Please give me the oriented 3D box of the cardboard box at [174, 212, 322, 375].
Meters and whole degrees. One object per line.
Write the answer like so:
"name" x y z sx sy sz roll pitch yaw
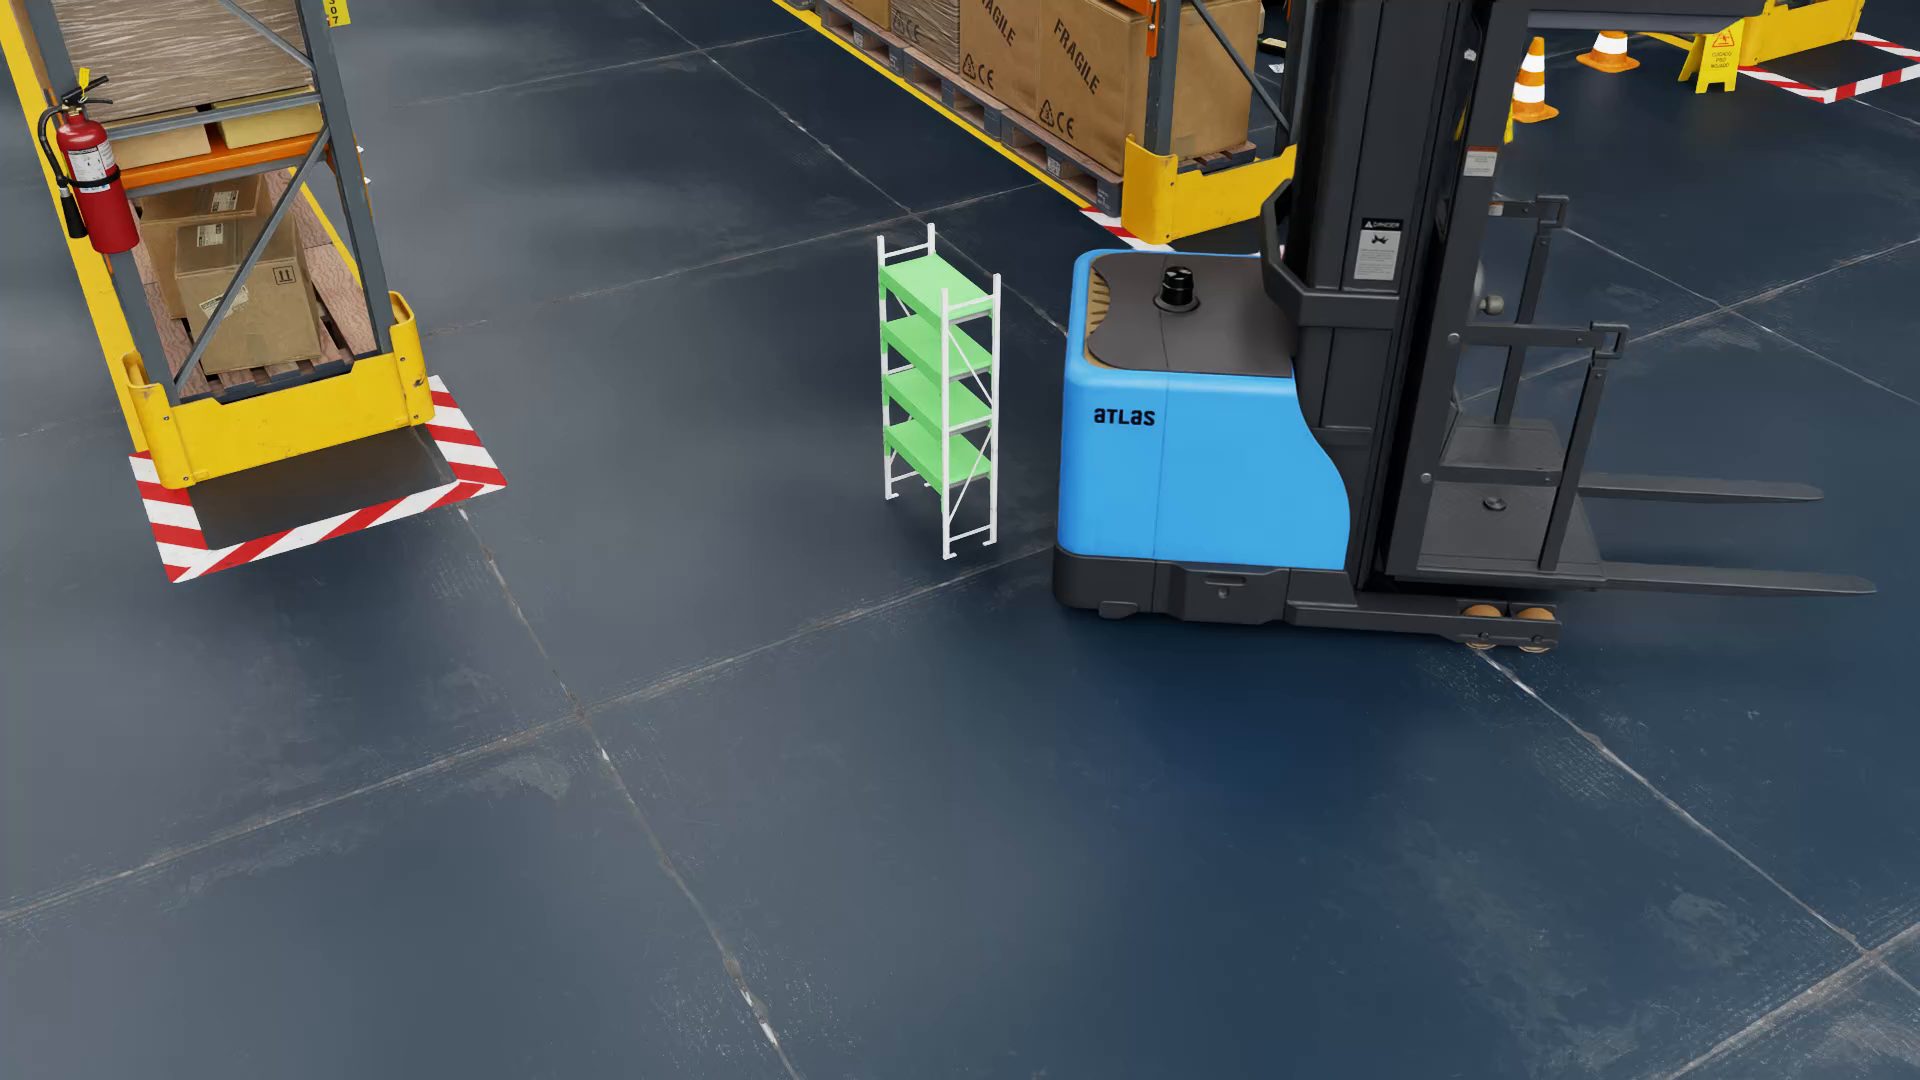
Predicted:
"cardboard box" -3.203 -1.117 7.500 0.500 0.500 0.500 -12 38 -16

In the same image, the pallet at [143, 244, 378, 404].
"pallet" -3.320 -0.971 7.901 1.003 0.211 1.213 -19 40 -24

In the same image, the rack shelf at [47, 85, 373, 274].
"rack shelf" -3.909 -2.363 8.052 1.077 0.370 4.000 -19 40 -24

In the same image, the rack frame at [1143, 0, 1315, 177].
"rack frame" 1.435 -3.052 8.385 1.000 3.000 0.127 -19 40 -24

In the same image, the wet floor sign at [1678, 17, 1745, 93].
"wet floor sign" 4.835 -3.205 10.592 0.267 0.644 0.232 -6 37 -8

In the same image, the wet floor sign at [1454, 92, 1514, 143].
"wet floor sign" 3.162 -2.673 9.863 0.267 0.644 0.232 -26 44 -31

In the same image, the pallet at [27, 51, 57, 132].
"pallet" -5.306 -2.944 10.602 1.003 0.211 1.213 -19 40 -24

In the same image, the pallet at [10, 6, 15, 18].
"pallet" -6.532 -4.188 12.306 1.003 0.211 1.213 -19 40 -24

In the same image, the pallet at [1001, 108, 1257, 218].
"pallet" 0.966 -2.310 9.734 1.003 0.211 1.213 -19 40 -24

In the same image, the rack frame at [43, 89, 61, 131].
"rack frame" -4.914 -3.673 9.236 1.000 3.000 0.127 -19 40 -24

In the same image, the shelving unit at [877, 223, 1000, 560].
"shelving unit" -0.083 -0.569 6.512 0.258 1.200 0.503 -19 40 -24

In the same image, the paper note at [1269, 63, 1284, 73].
"paper note" 2.137 -3.134 11.016 0.144 0.017 0.142 -6 37 -8

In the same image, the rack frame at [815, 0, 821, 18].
"rack frame" -0.574 -5.092 11.178 1.000 3.000 0.127 -19 40 -24

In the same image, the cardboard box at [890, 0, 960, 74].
"cardboard box" 0.137 -3.603 10.586 0.875 0.875 0.875 -19 40 -24

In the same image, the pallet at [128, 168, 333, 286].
"pallet" -3.929 -1.593 8.751 1.003 0.211 1.213 -19 40 -24

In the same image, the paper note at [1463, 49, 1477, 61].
"paper note" 3.469 -3.263 11.192 0.142 0.019 0.148 26 44 31

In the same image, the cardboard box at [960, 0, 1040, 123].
"cardboard box" 0.594 -3.138 9.948 0.875 0.875 0.875 -20 40 -25

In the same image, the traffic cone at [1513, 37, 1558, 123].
"traffic cone" 3.544 -2.880 10.301 0.336 0.463 0.334 -19 40 -24

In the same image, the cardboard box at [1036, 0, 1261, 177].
"cardboard box" 1.038 -2.690 9.335 0.875 0.875 0.875 -19 40 -24

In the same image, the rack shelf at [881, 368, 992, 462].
"rack shelf" -0.083 -0.517 6.549 0.258 0.148 0.480 -19 40 -24

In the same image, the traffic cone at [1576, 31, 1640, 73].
"traffic cone" 4.333 -3.383 10.989 0.336 0.463 0.334 -19 40 -24

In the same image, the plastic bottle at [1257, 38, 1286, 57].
"plastic bottle" 2.124 -3.352 11.288 0.283 0.061 0.133 26 44 31

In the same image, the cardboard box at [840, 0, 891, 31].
"cardboard box" -0.319 -4.062 11.213 0.875 0.875 0.875 -18 40 -23

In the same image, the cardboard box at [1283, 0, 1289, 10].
"cardboard box" 2.593 -3.708 11.400 0.637 0.503 0.797 12 38 16

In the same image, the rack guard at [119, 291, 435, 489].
"rack guard" -2.942 -0.663 7.234 1.175 0.500 0.348 -19 40 -24

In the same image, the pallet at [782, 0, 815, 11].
"pallet" -1.027 -4.337 12.509 1.003 0.211 1.213 -19 40 -24

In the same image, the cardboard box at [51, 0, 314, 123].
"cardboard box" -3.156 -2.083 6.721 0.875 0.500 0.500 -19 40 -24

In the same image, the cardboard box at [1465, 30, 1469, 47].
"cardboard box" 3.260 -3.488 11.400 0.380 0.149 0.250 0 36 0

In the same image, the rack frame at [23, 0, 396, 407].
"rack frame" -2.904 -1.634 6.443 1.000 3.000 0.127 -19 40 -24

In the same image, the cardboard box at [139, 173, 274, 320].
"cardboard box" -3.533 -1.412 7.903 0.500 0.500 0.500 -9 37 -12

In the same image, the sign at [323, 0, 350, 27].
"sign" -2.435 -2.144 6.408 0.100 0.325 0.005 -19 40 -24

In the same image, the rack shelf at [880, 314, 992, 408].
"rack shelf" -0.083 -0.711 6.408 0.258 0.148 0.480 -19 40 -24

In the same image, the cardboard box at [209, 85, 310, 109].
"cardboard box" -2.950 -1.881 6.996 0.380 0.149 0.250 -19 40 -24

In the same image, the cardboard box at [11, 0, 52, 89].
"cardboard box" -3.511 -2.302 7.022 0.875 0.500 0.500 -19 40 -24

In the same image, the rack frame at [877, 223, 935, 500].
"rack frame" -0.206 -0.693 6.682 0.240 1.200 0.015 -19 40 -24

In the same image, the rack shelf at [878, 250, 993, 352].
"rack shelf" -0.083 -0.905 6.266 0.258 0.148 0.480 -19 40 -24

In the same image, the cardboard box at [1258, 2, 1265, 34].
"cardboard box" 1.882 -3.657 11.532 0.396 0.266 0.258 -12 38 -16

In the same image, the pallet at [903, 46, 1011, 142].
"pallet" 0.357 -2.932 10.585 1.003 0.211 1.213 -19 40 -24

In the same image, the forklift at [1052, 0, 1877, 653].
"forklift" 1.900 -1.096 5.766 3.031 2.935 1.130 3 36 4

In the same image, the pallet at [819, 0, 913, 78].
"pallet" -0.260 -3.555 11.438 1.003 0.211 1.213 -19 40 -24

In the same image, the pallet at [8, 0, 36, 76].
"pallet" -5.923 -3.567 11.455 1.003 0.211 1.213 -19 40 -24

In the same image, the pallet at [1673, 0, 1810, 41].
"pallet" 5.249 -3.908 11.921 1.003 0.211 1.213 -19 40 -24

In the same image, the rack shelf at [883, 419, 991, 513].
"rack shelf" -0.083 -0.324 6.691 0.258 0.148 0.480 -19 40 -24

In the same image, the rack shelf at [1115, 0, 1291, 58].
"rack shelf" 0.431 -3.781 9.994 1.077 0.370 4.000 -19 40 -24

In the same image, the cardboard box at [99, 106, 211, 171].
"cardboard box" -3.226 -1.616 6.633 0.380 0.149 0.250 -19 40 -24

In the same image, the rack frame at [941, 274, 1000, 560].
"rack frame" 0.039 -0.445 6.341 0.240 1.200 0.015 -19 40 -24

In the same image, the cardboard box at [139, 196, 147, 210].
"cardboard box" -3.831 -1.737 8.348 0.500 0.500 0.500 -15 39 -20

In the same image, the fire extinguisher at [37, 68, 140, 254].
"fire extinguisher" -3.245 -1.407 6.199 0.296 0.674 0.183 -19 40 -24

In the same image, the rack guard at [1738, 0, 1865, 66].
"rack guard" 5.626 -3.599 11.254 1.175 0.500 0.348 -19 40 -24

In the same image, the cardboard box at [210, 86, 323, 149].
"cardboard box" -2.841 -1.748 6.813 0.380 0.149 0.250 -19 40 -24

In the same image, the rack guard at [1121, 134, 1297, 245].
"rack guard" 1.448 -2.030 9.106 1.175 0.500 0.348 -19 40 -24
